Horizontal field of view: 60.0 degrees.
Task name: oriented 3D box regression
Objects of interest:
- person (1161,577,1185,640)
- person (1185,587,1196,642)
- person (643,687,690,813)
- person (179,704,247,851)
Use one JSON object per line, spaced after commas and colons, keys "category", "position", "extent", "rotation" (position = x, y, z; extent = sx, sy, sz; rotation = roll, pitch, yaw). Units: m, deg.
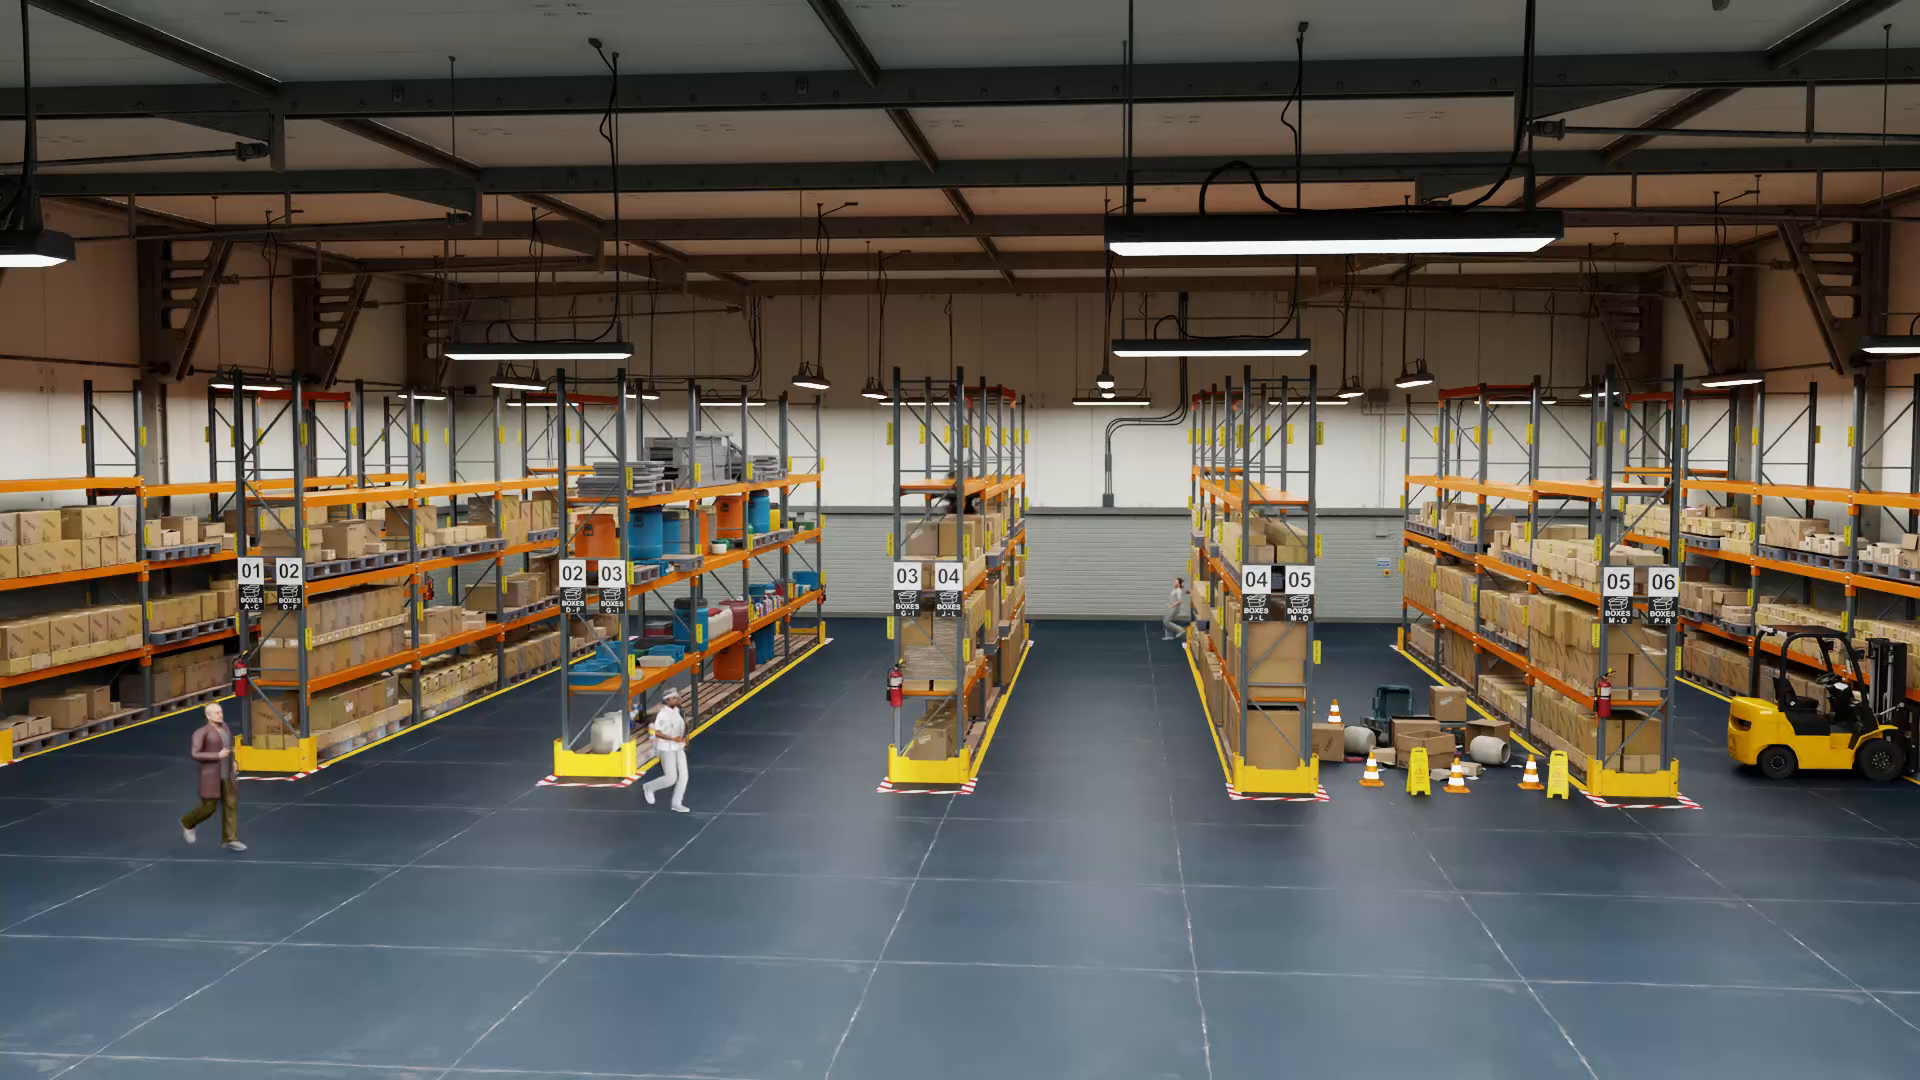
{"category": "person", "position": [5.224, 1.696, 40.717], "extent": [0.582, 1.594, 0.657], "rotation": [0, 4, 8]}
{"category": "person", "position": [5.837, 1.613, 40.534], "extent": [0.694, 1.838, 0.721], "rotation": [0, 4, -7]}
{"category": "person", "position": [-3.894, 2.787, 22.216], "extent": [0.694, 1.664, 0.584], "rotation": [2, 4, 23]}
{"category": "person", "position": [-9.028, 2.852, 20.092], "extent": [0.965, 1.761, 0.718], "rotation": [1, 4, 22]}
